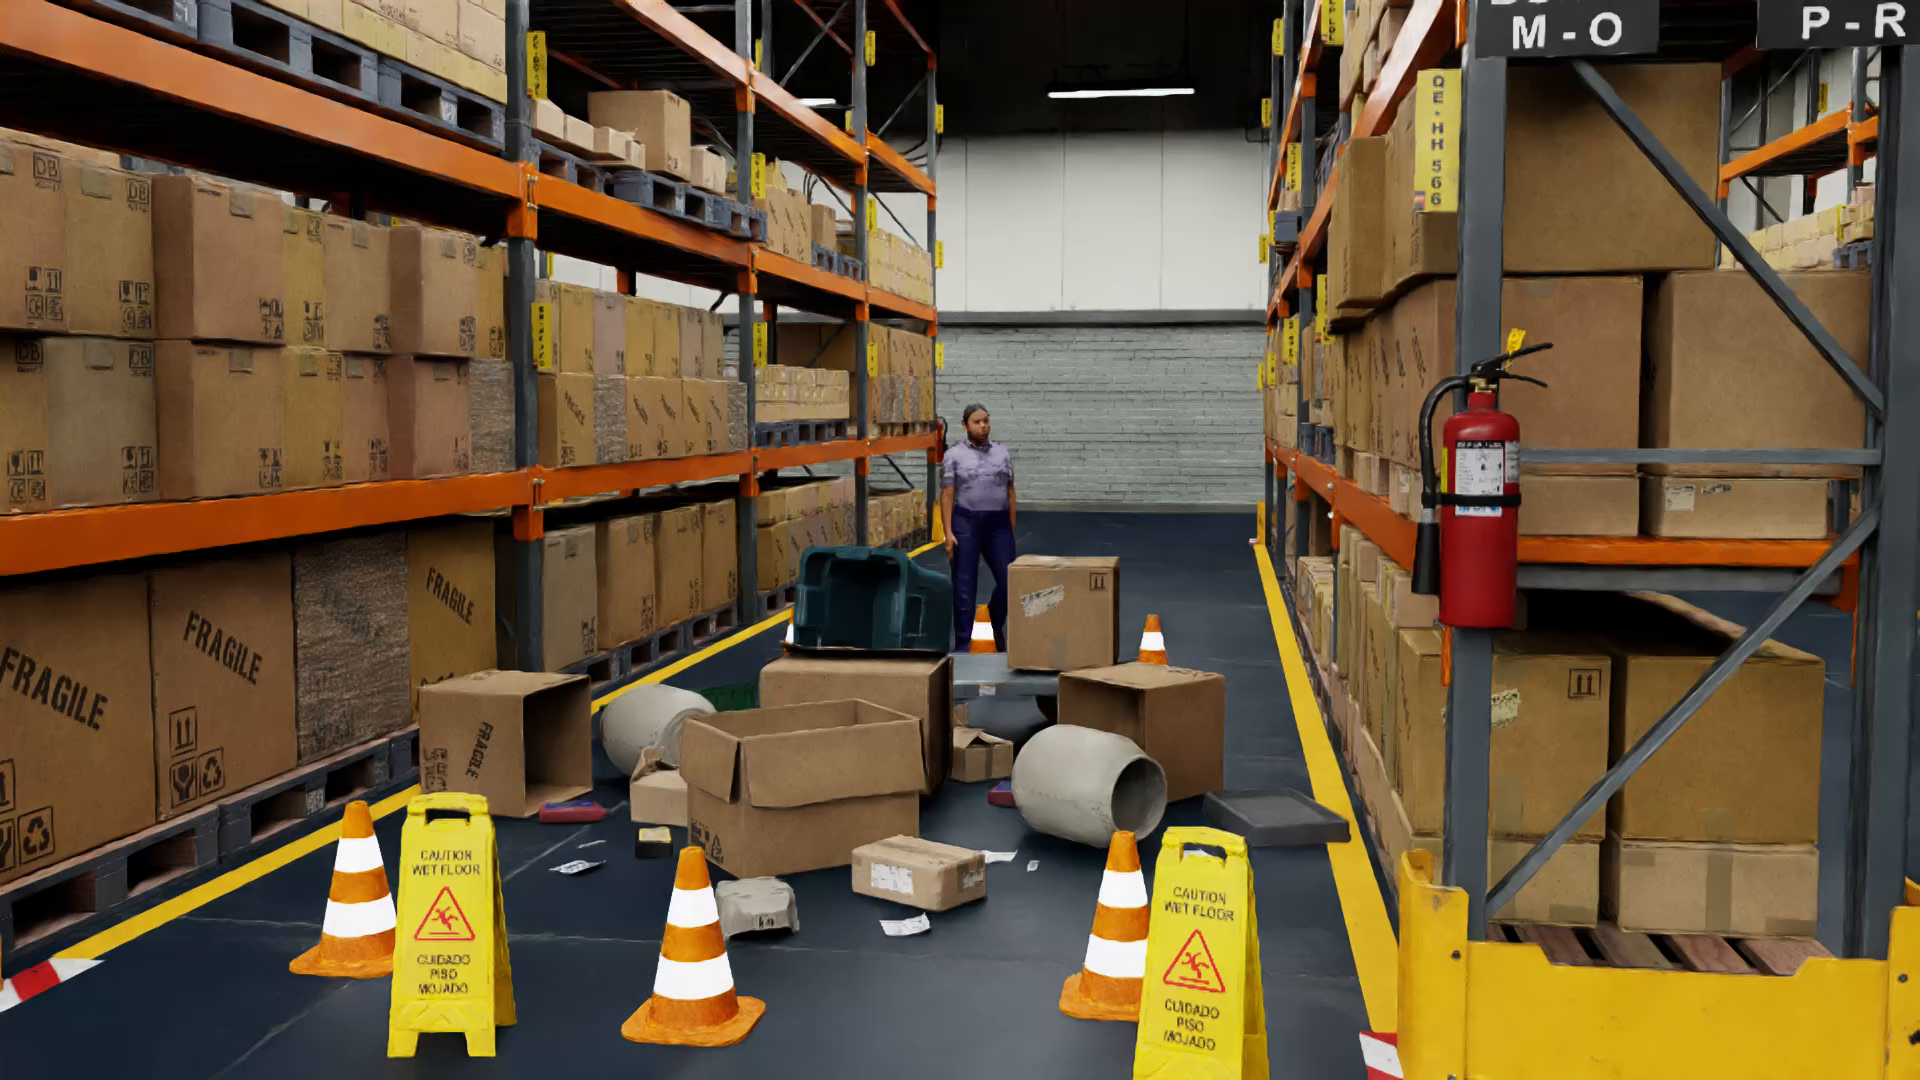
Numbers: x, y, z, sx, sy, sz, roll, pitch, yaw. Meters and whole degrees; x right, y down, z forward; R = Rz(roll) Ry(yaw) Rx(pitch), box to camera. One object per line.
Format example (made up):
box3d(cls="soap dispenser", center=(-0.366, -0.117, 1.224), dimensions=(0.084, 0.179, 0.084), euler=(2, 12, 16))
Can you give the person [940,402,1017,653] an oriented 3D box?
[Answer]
box3d(cls="person", center=(0.128, -0.040, 10.363), dimensions=(0.496, 1.630, 0.664), euler=(-1, 5, -16))
